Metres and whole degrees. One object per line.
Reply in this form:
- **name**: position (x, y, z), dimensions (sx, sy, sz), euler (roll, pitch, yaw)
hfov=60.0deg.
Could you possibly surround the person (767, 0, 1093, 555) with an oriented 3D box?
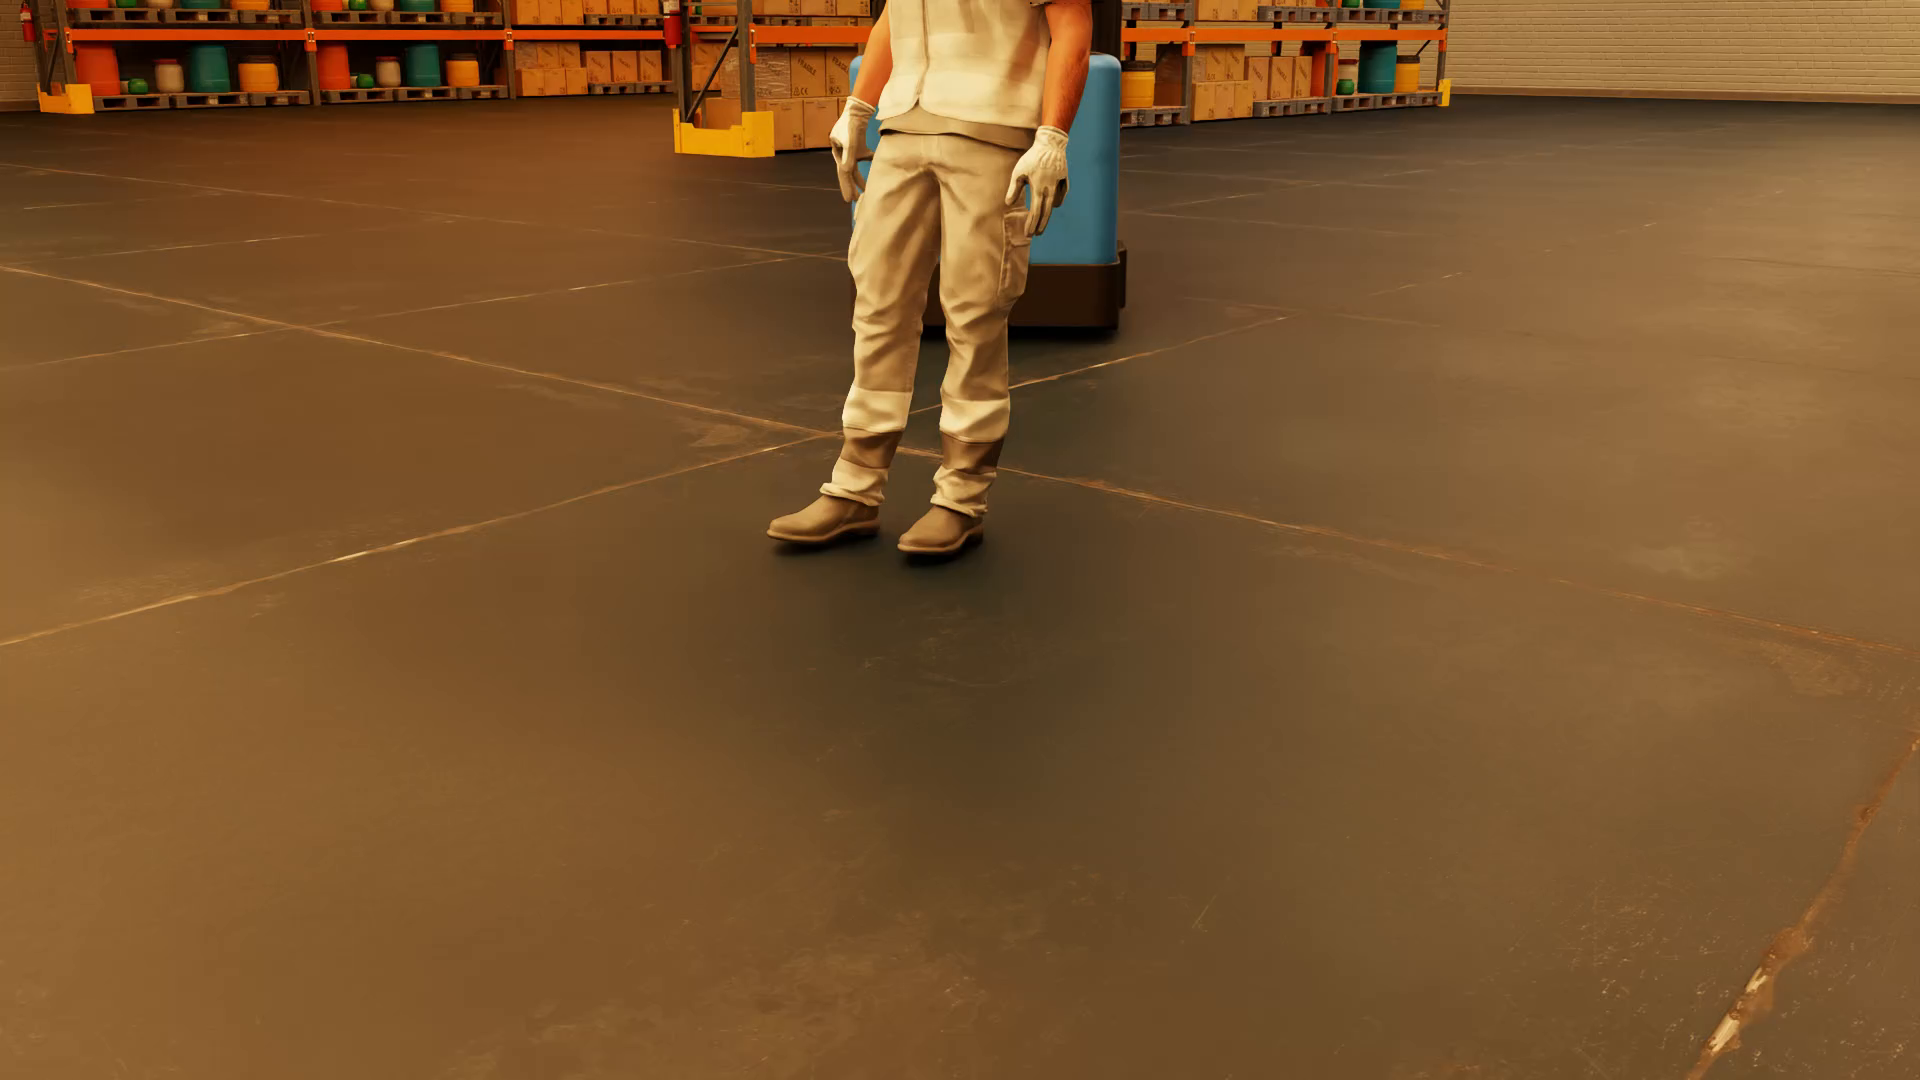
- **person**: position (-0.060, -0.847, 3.627), dimensions (0.638, 1.789, 0.562), euler (13, 21, 37)

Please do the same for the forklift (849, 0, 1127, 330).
- **forklift**: position (0.178, -2.595, 7.443), dimensions (1.130, 2.935, 3.031), euler (1, 17, 3)
